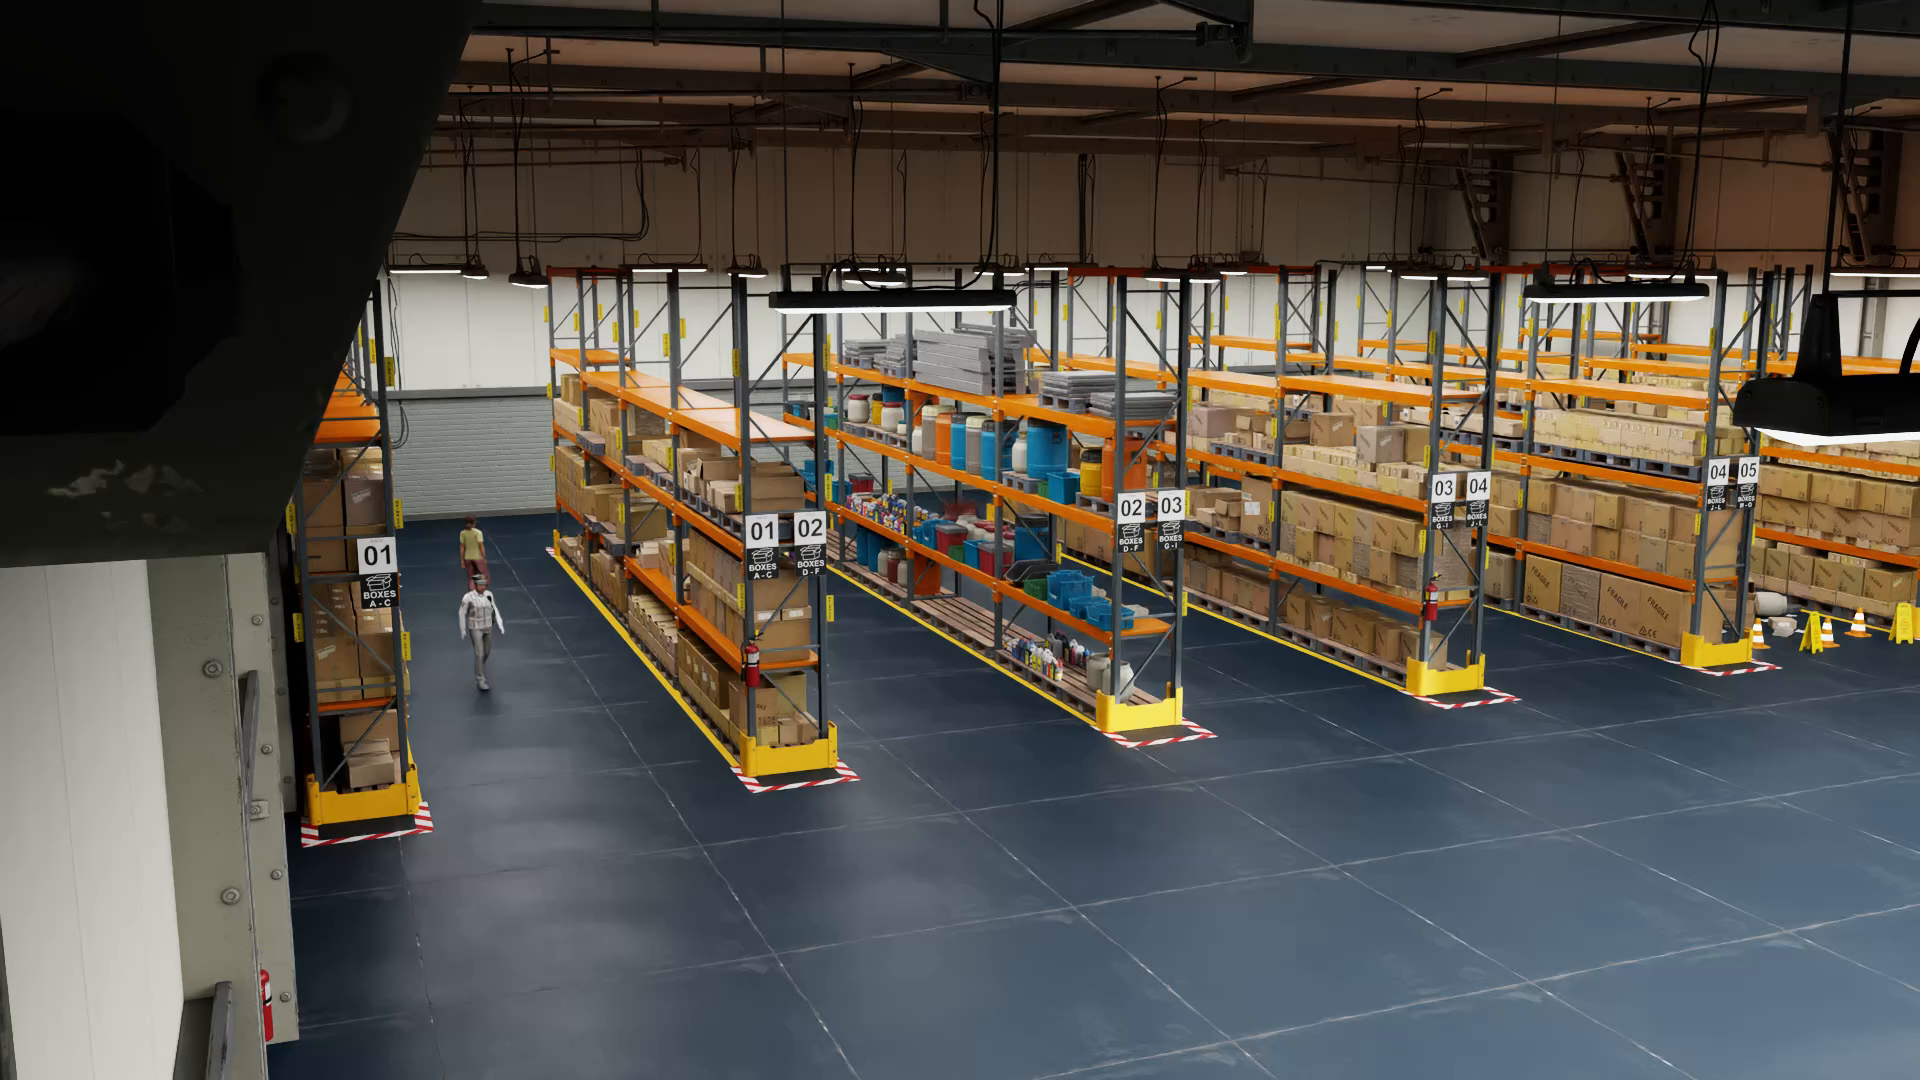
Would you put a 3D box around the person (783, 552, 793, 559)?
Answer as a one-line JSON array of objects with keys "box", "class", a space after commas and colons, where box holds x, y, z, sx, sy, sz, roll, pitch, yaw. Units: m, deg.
[{"box": [-3.054, 0.726, 27.503, 0.659, 1.744, 0.657, -6, 12, -30], "class": "person"}]

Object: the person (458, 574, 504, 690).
[{"box": [-7.018, 1.310, 24.361, 0.736, 1.662, 0.551, 9, 13, 41], "class": "person"}]

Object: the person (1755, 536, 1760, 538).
[{"box": [15.982, -0.191, 33.436, 0.481, 1.507, 0.692, -6, 12, -32], "class": "person"}]

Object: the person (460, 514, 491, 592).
[{"box": [-8.690, 0.377, 29.686, 0.485, 1.671, 0.487, 2, 10, 10], "class": "person"}]
